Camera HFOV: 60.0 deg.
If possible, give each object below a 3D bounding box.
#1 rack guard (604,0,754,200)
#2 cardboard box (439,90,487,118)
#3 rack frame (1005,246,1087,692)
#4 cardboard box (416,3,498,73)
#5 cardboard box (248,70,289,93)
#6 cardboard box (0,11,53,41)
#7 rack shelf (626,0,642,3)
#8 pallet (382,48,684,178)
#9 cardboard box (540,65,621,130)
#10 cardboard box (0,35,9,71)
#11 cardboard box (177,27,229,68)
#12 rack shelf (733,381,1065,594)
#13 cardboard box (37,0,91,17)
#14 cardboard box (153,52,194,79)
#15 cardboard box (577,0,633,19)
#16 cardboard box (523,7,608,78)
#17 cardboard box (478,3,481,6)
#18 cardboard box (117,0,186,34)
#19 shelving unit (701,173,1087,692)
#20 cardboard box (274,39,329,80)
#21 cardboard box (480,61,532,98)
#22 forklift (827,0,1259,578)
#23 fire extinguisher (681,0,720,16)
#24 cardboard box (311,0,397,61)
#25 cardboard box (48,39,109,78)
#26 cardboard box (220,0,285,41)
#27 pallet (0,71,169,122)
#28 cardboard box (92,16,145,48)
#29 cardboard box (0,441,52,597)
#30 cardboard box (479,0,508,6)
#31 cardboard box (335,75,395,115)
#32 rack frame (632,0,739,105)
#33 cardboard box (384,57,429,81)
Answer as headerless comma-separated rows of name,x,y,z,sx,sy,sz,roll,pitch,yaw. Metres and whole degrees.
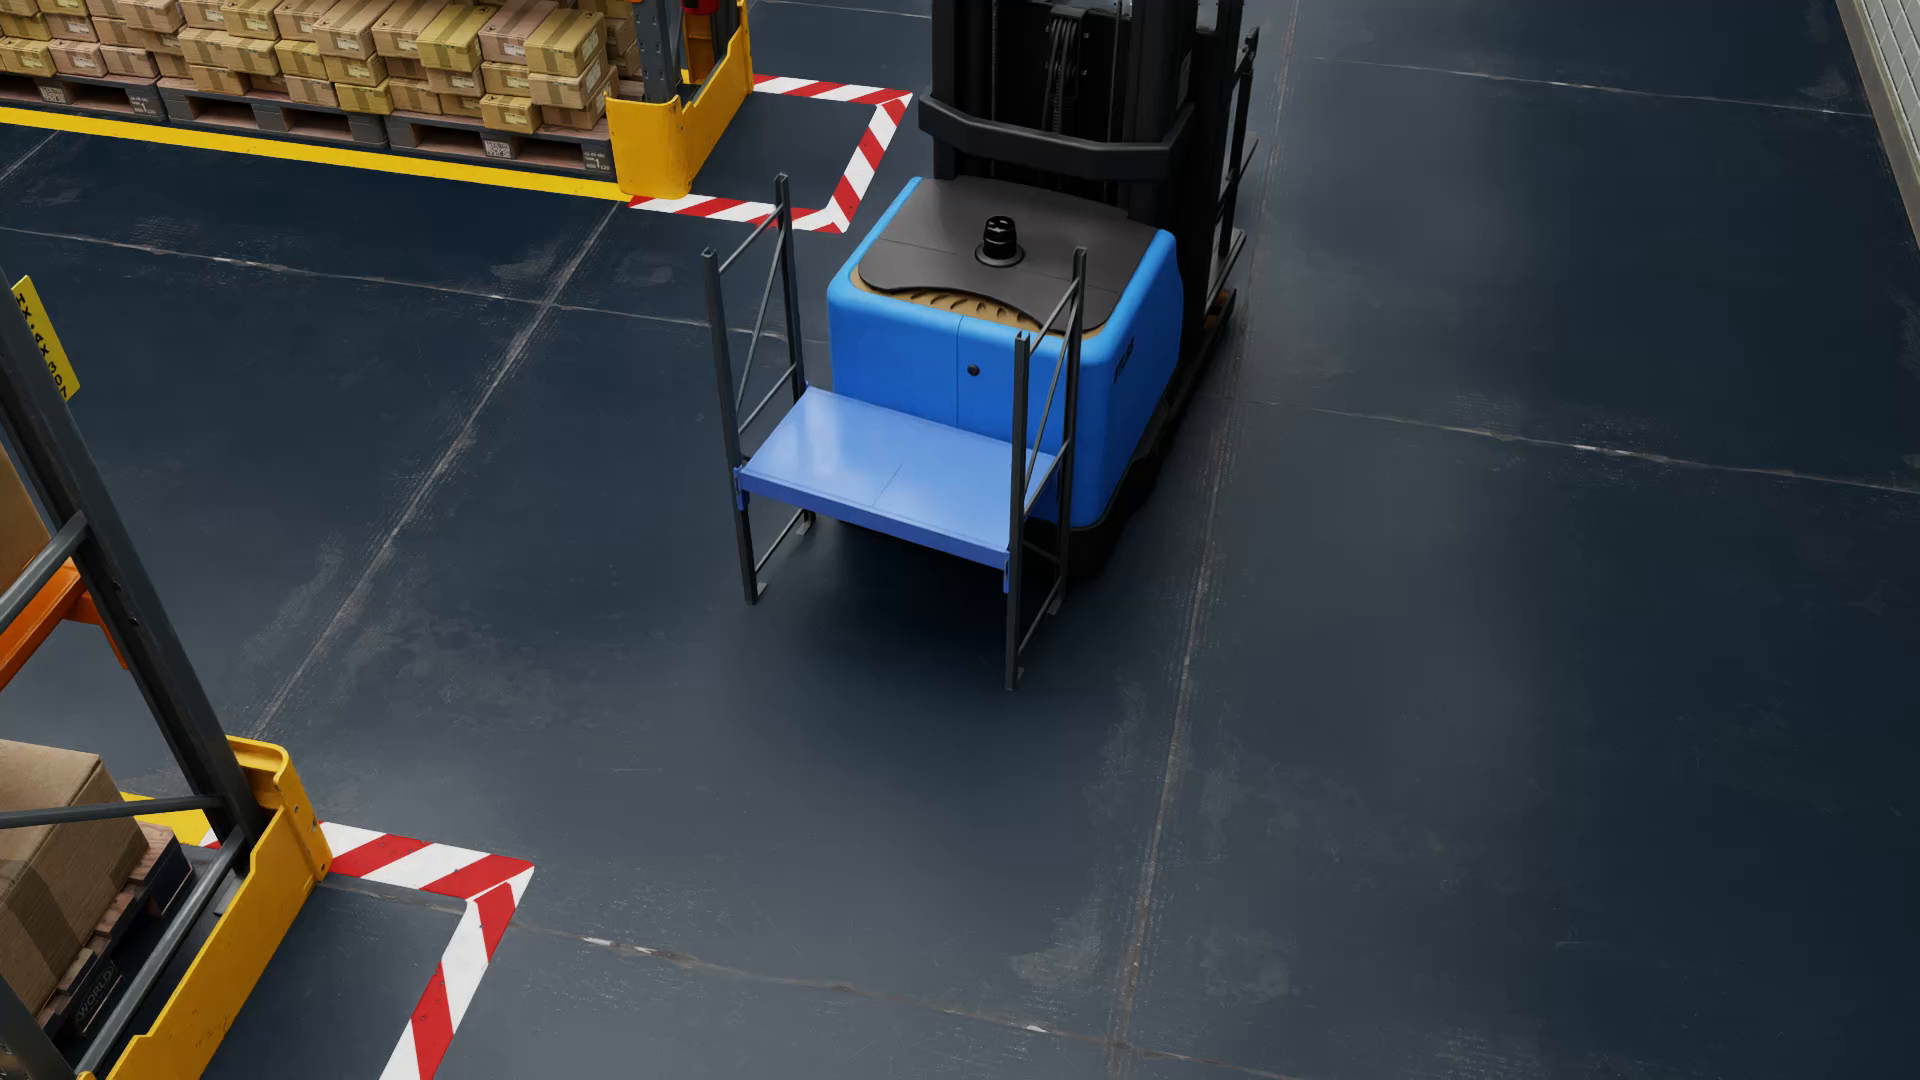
rack guard,-1.361,-2.216,8.192,0.348,0.500,1.175,9,45,9
cardboard box,-2.358,-2.237,8.164,0.250,0.149,0.380,9,45,9
rack frame,0.268,-0.182,5.357,0.032,1.500,0.500,17,46,17
cardboard box,-2.372,-2.382,7.886,0.250,0.149,0.380,8,44,8
cardboard box,-3.357,-2.405,8.339,0.250,0.149,0.380,10,45,10
cardboard box,-4.640,-2.693,8.423,0.250,0.149,0.380,9,45,9
rack shelf,-3.239,-3.149,7.877,4.000,0.370,1.077,9,45,9
pallet,-2.146,-2.259,8.445,1.213,0.211,1.003,9,45,9
cardboard box,-1.846,-2.168,8.092,0.250,0.149,0.380,10,45,10
cardboard box,-4.905,-2.562,8.502,0.250,0.149,0.380,7,44,7
cardboard box,-3.636,-2.499,8.222,0.250,0.149,0.380,9,45,9
rack shelf,-0.197,-0.195,5.630,1.000,0.185,0.538,17,46,17
cardboard box,-4.386,-2.770,8.289,0.250,0.149,0.380,8,45,8
cardboard box,-3.863,-2.498,8.435,0.250,0.149,0.380,7,44,7
cardboard box,-1.724,-2.753,8.271,0.250,0.149,0.380,7,44,7
cardboard box,-1.859,-2.352,7.855,0.250,0.149,0.380,9,45,10
cardboard box,-2.482,-2.759,8.492,0.250,0.149,0.380,10,45,10
cardboard box,-3.896,-2.652,8.167,0.250,0.149,0.380,10,45,10
shelving unit,-0.197,-0.324,5.505,1.048,1.500,0.538,17,46,17
cardboard box,-3.126,-2.422,8.142,0.250,0.149,0.380,11,45,11
cardboard box,-2.108,-2.299,8.014,0.250,0.149,0.380,8,44,8
forklift,0.549,-1.953,6.166,1.130,2.935,3.031,15,46,15
fire extinguisher,-1.142,-2.592,7.105,0.183,0.674,0.296,9,45,9
cardboard box,-2.885,-2.468,7.975,0.250,0.149,0.380,10,45,11
cardboard box,-4.392,-2.520,8.458,0.250,0.149,0.380,9,45,9
cardboard box,-3.380,-2.603,8.115,0.250,0.149,0.380,9,45,9
pallet,-4.527,-2.628,8.829,1.213,0.211,1.003,9,45,9
cardboard box,-4.132,-2.638,8.366,0.250,0.149,0.380,7,44,7
cardboard box,-2.675,-0.043,4.060,0.500,0.500,0.500,9,45,9
cardboard box,-2.237,-2.838,8.360,0.250,0.149,0.380,9,45,9
cardboard box,-2.865,-2.261,8.189,0.250,0.149,0.380,7,44,7
rack frame,-1.287,-3.105,7.313,0.127,3.000,1.000,9,45,9
cardboard box,-2.612,-2.411,8.130,0.250,0.149,0.380,8,45,9
